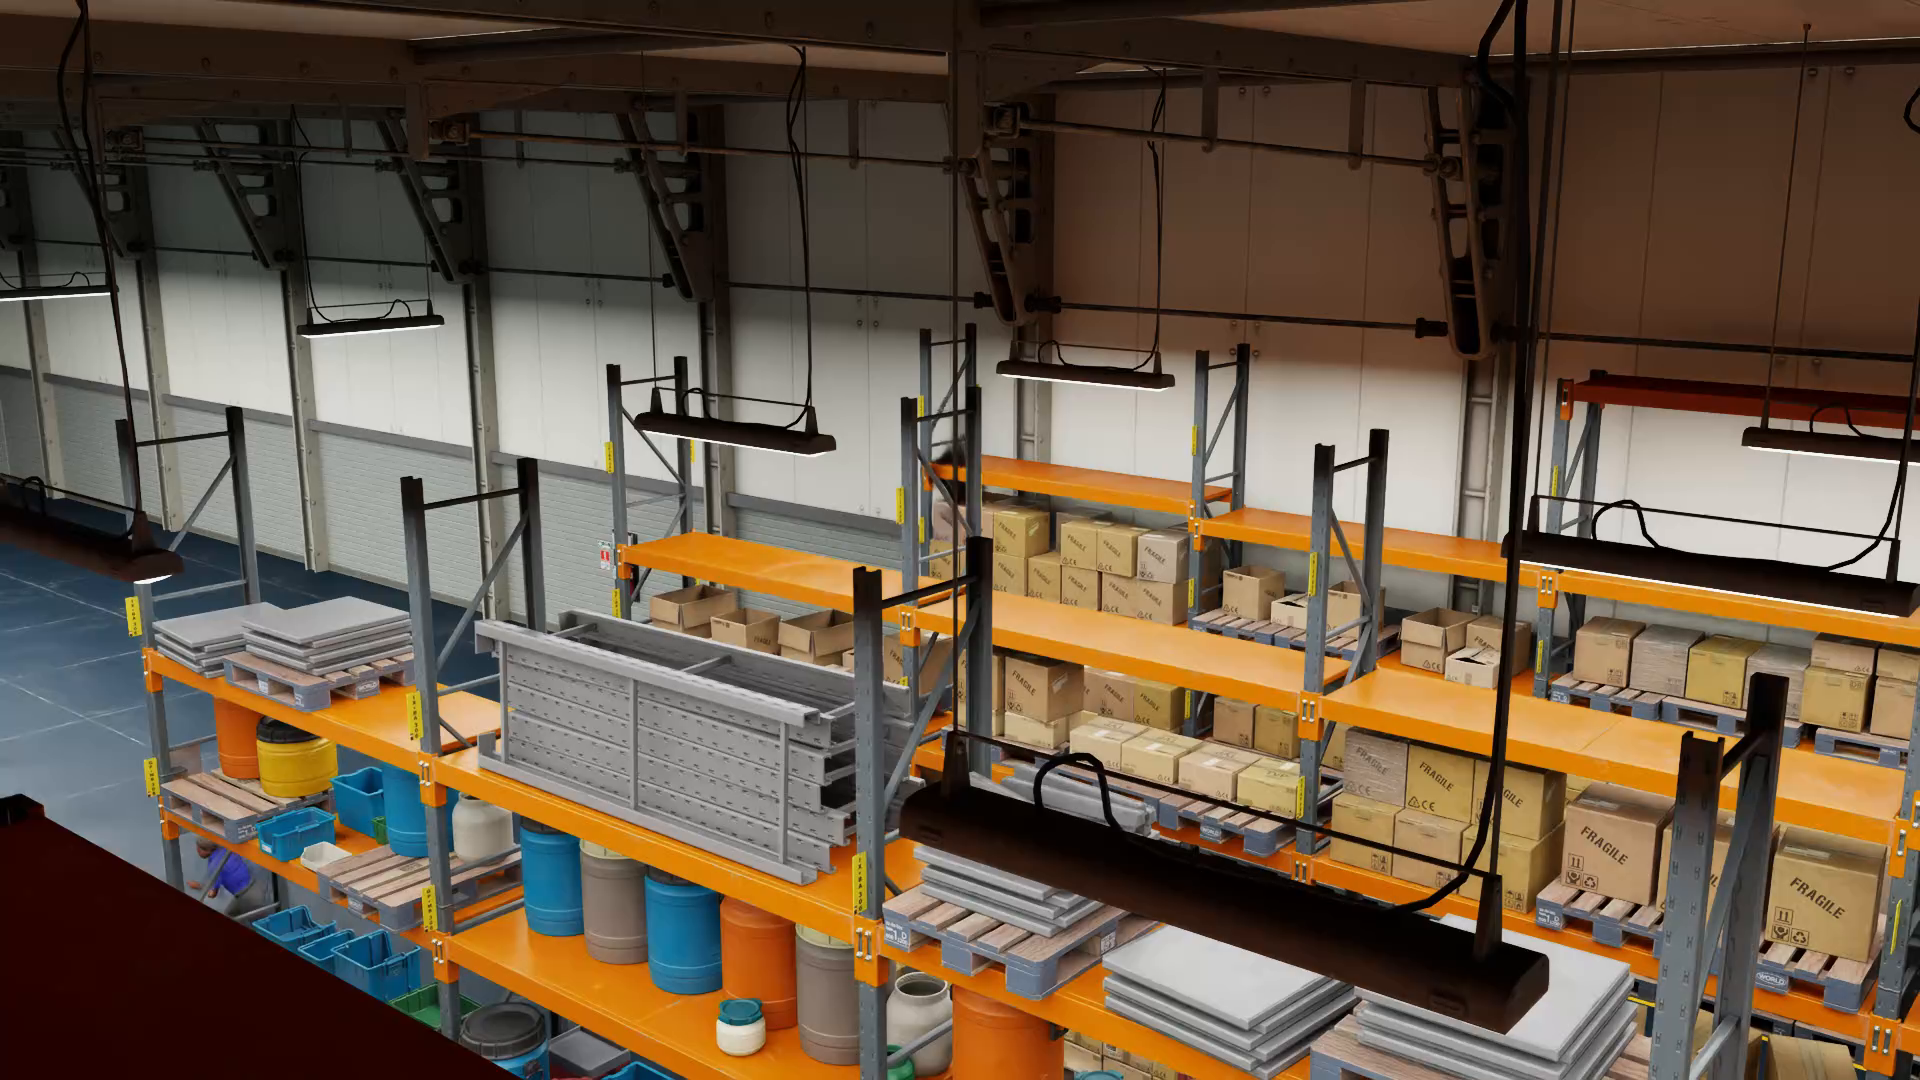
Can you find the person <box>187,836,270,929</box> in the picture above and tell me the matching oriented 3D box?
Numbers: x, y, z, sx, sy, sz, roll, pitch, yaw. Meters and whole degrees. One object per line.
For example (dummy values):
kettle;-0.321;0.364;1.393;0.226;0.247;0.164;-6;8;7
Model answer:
person;-7.219;3.636;16.793;1.052;1.456;0.590;-1;13;-3
